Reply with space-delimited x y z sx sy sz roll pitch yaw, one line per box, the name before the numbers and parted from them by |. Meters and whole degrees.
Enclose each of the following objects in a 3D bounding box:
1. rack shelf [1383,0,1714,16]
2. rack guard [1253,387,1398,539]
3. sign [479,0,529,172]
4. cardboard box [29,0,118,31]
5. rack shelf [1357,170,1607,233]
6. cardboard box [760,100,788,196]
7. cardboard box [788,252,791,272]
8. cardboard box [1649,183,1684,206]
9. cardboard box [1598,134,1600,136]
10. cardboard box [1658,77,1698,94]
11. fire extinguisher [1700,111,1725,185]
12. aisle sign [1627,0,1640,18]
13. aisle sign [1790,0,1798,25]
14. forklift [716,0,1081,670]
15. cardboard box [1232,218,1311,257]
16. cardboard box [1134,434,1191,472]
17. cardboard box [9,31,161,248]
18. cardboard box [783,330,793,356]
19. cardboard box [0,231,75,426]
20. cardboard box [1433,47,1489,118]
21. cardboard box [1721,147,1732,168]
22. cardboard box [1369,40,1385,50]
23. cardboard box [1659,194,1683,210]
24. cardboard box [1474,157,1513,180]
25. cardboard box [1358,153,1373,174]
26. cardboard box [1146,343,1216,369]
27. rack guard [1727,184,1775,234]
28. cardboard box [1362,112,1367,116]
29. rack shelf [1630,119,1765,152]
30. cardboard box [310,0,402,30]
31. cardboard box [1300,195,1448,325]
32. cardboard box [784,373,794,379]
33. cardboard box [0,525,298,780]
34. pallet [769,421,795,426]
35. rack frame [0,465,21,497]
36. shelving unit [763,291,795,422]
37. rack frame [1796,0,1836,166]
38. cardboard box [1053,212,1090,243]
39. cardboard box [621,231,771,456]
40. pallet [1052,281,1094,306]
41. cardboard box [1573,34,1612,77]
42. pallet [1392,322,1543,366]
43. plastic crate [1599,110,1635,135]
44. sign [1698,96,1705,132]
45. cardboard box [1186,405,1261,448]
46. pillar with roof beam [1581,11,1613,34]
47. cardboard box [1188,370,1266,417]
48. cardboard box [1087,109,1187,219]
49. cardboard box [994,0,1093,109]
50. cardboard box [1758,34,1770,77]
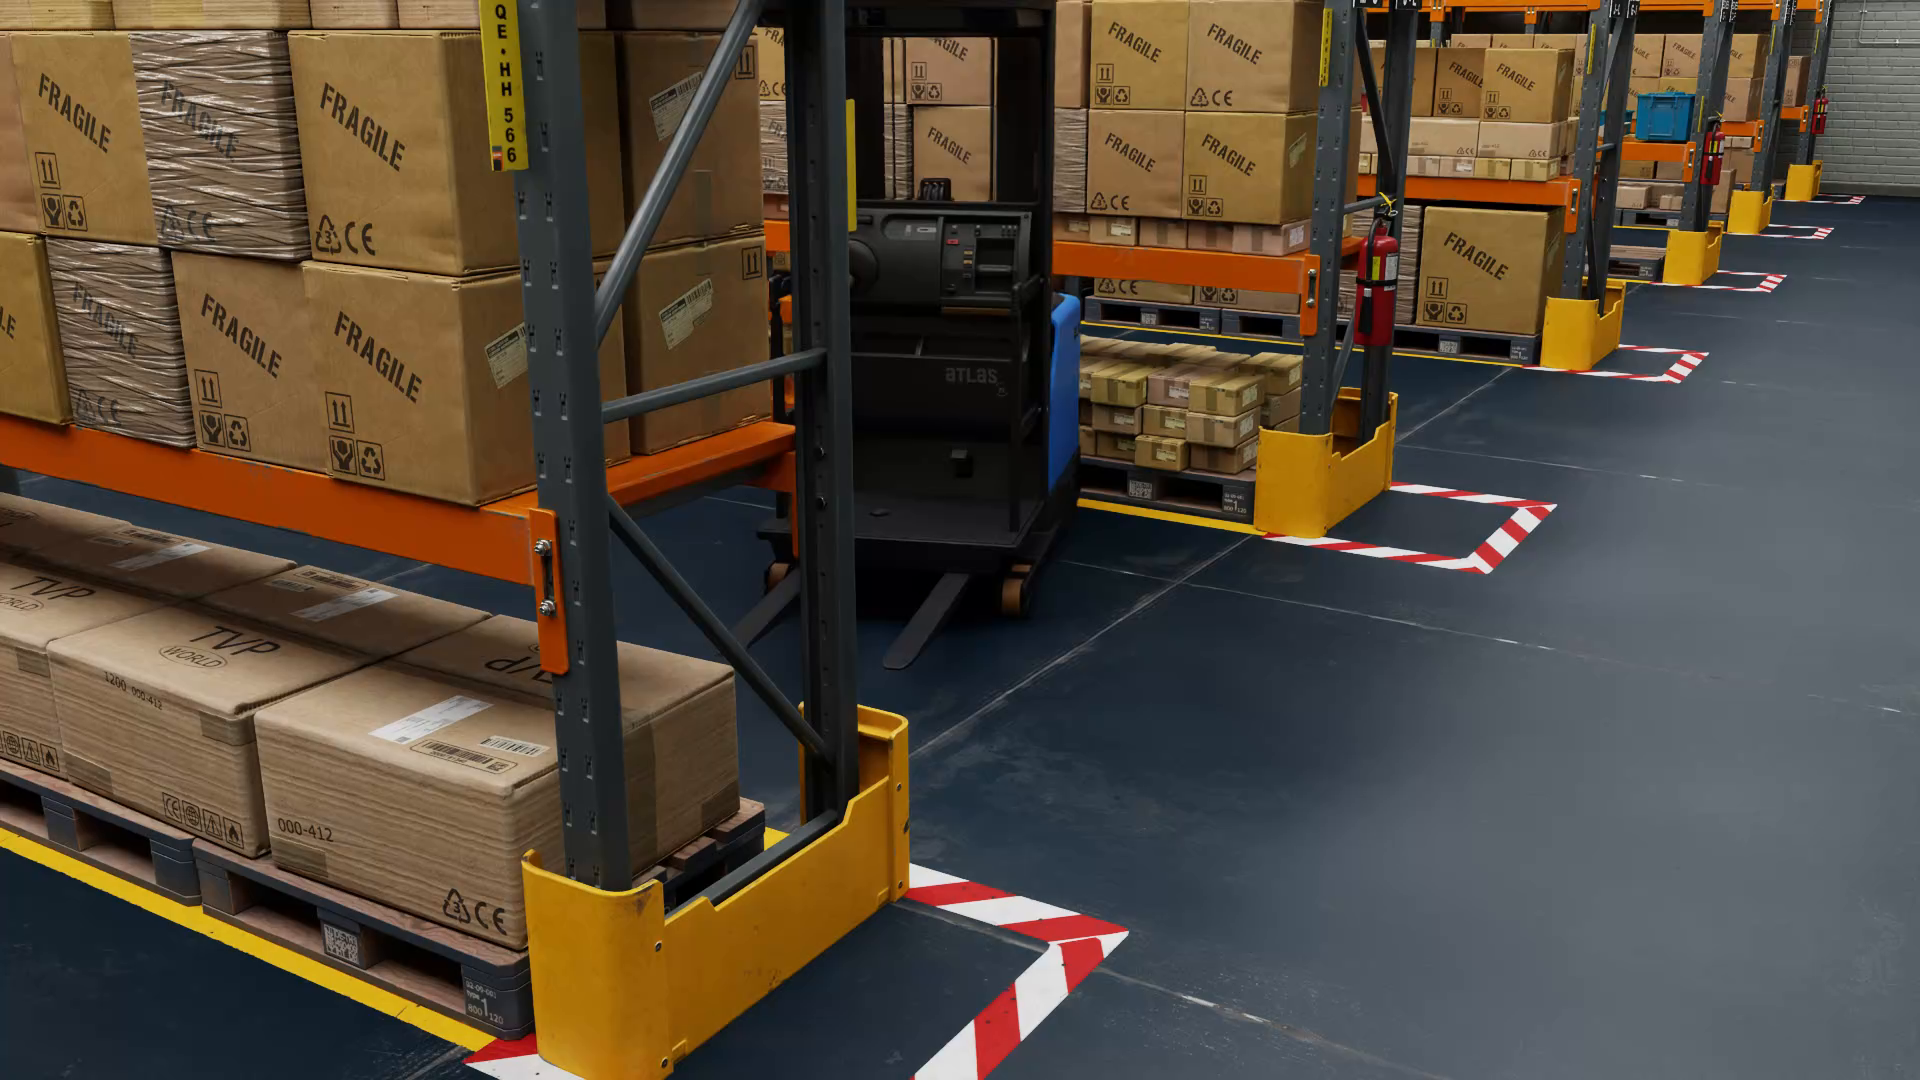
rack shelf | 5.485 -5.427 16.665 4.000 0.370 1.077 10 20 30
rack guard | 1.851 -0.408 8.364 0.348 0.500 1.175 10 20 30
sign | -0.885 -0.886 3.238 0.005 0.325 0.100 10 20 30
cardboard box | -2.116 -1.373 4.233 0.250 0.149 0.380 11 20 31
rack shelf | 2.893 -2.765 13.062 4.000 0.370 1.077 10 20 30
cardboard box | -0.778 -2.180 9.212 0.500 0.500 0.500 10 20 30
cardboard box | -0.887 -2.959 15.395 0.875 0.875 1.225 10 20 30
cardboard box | 9.044 -4.382 21.121 0.500 0.250 0.500 10 20 30
cardboard box | 9.746 -6.173 25.505 0.250 0.149 0.380 11 20 32
cardboard box | 8.817 -5.385 20.276 0.500 0.500 0.500 10 20 31
fire extinguisher | 7.080 -3.681 15.614 0.183 0.674 0.296 10 20 30
aisle sign | 4.816 -4.113 11.787 0.004 0.787 0.394 10 20 30
aisle sign | 9.997 -6.565 19.859 0.004 0.787 0.394 10 20 30
forklift | -0.205 -1.200 6.790 1.130 2.935 3.031 4 17 12
cardboard box | 1.490 -1.452 7.932 0.250 0.149 0.380 10 20 30
cardboard box | 1.086 -0.472 8.456 0.250 0.149 0.380 11 20 32
cardboard box | -2.005 -1.040 4.252 0.500 0.500 0.500 10 20 30
cardboard box | -0.863 -1.136 9.618 0.250 0.149 0.380 10 19 29
cardboard box | -2.449 -0.638 4.648 0.500 0.500 0.500 11 20 32
cardboard box | 3.903 -3.451 12.537 0.500 0.500 0.500 10 19 29
cardboard box | 11.299 -5.648 24.894 0.500 0.500 0.700 10 20 30
cardboard box | 6.696 -7.972 26.955 0.500 0.250 0.500 10 20 30
cardboard box | 8.895 -4.219 20.727 0.250 0.166 0.380 10 20 30
cardboard box | 3.899 -2.697 12.031 0.250 0.149 0.380 10 20 31
cardboard box | 3.029 -2.852 12.542 0.250 0.149 0.380 10 20 30
cardboard box | 1.201 -0.960 9.039 0.250 0.149 0.380 10 20 30
rack guard | 9.720 -4.074 20.433 0.348 0.500 1.175 10 20 30
cardboard box | 3.009 -3.249 13.162 0.500 0.250 0.500 10 19 29
rack shelf | 8.081 -5.218 21.137 4.000 0.370 1.077 10 20 30
cardboard box | -1.229 -1.225 3.746 0.250 0.149 0.380 11 20 31
cardboard box | 3.235 -2.206 12.915 0.875 0.875 0.875 10 20 30
cardboard box | -0.863 -1.001 9.687 0.250 0.149 0.380 10 20 30
cardboard box | -2.756 0.324 5.341 0.875 0.438 0.875 9 19 28
pallet | -0.902 -0.773 10.063 1.213 0.211 1.003 10 20 30
rack frame | -3.998 -0.960 5.879 0.127 3.000 1.000 10 20 30
shelving unit | -0.820 -0.915 8.959 1.048 1.125 0.538 11 20 32
rack frame | 12.374 -6.486 24.072 0.127 3.000 1.000 10 20 30
cardboard box | 0.637 -1.614 8.465 0.250 0.149 0.380 9 19 28
cardboard box | -0.848 -0.543 4.336 0.500 0.500 0.500 10 20 30
pallet | 0.492 -2.178 14.689 1.213 0.211 1.003 10 20 30
cardboard box | 7.949 -6.017 20.635 0.500 0.500 0.500 11 20 32
pallet | 3.875 -1.573 12.698 1.213 0.211 1.003 10 20 30
plastic crate | 6.590 -4.200 16.732 0.300 0.233 0.416 10 20 30
sign | 6.915 -3.972 15.514 0.005 0.325 0.100 10 20 30
cardboard box | 1.316 -0.581 8.304 0.250 0.149 0.380 10 19 29
pillar with roof beam | 7.762 -9.006 22.048 0.400 9.000 9.100 10 20 30
cardboard box | 1.332 -0.732 8.288 0.250 0.149 0.380 10 20 31
cardboard box | 0.962 -1.867 8.182 0.500 0.500 0.500 10 19 29
cardboard box | 0.516 -2.423 8.293 0.500 0.500 0.500 11 20 33
cardboard box | 9.545 -5.917 20.309 0.500 0.500 0.500 11 20 32
